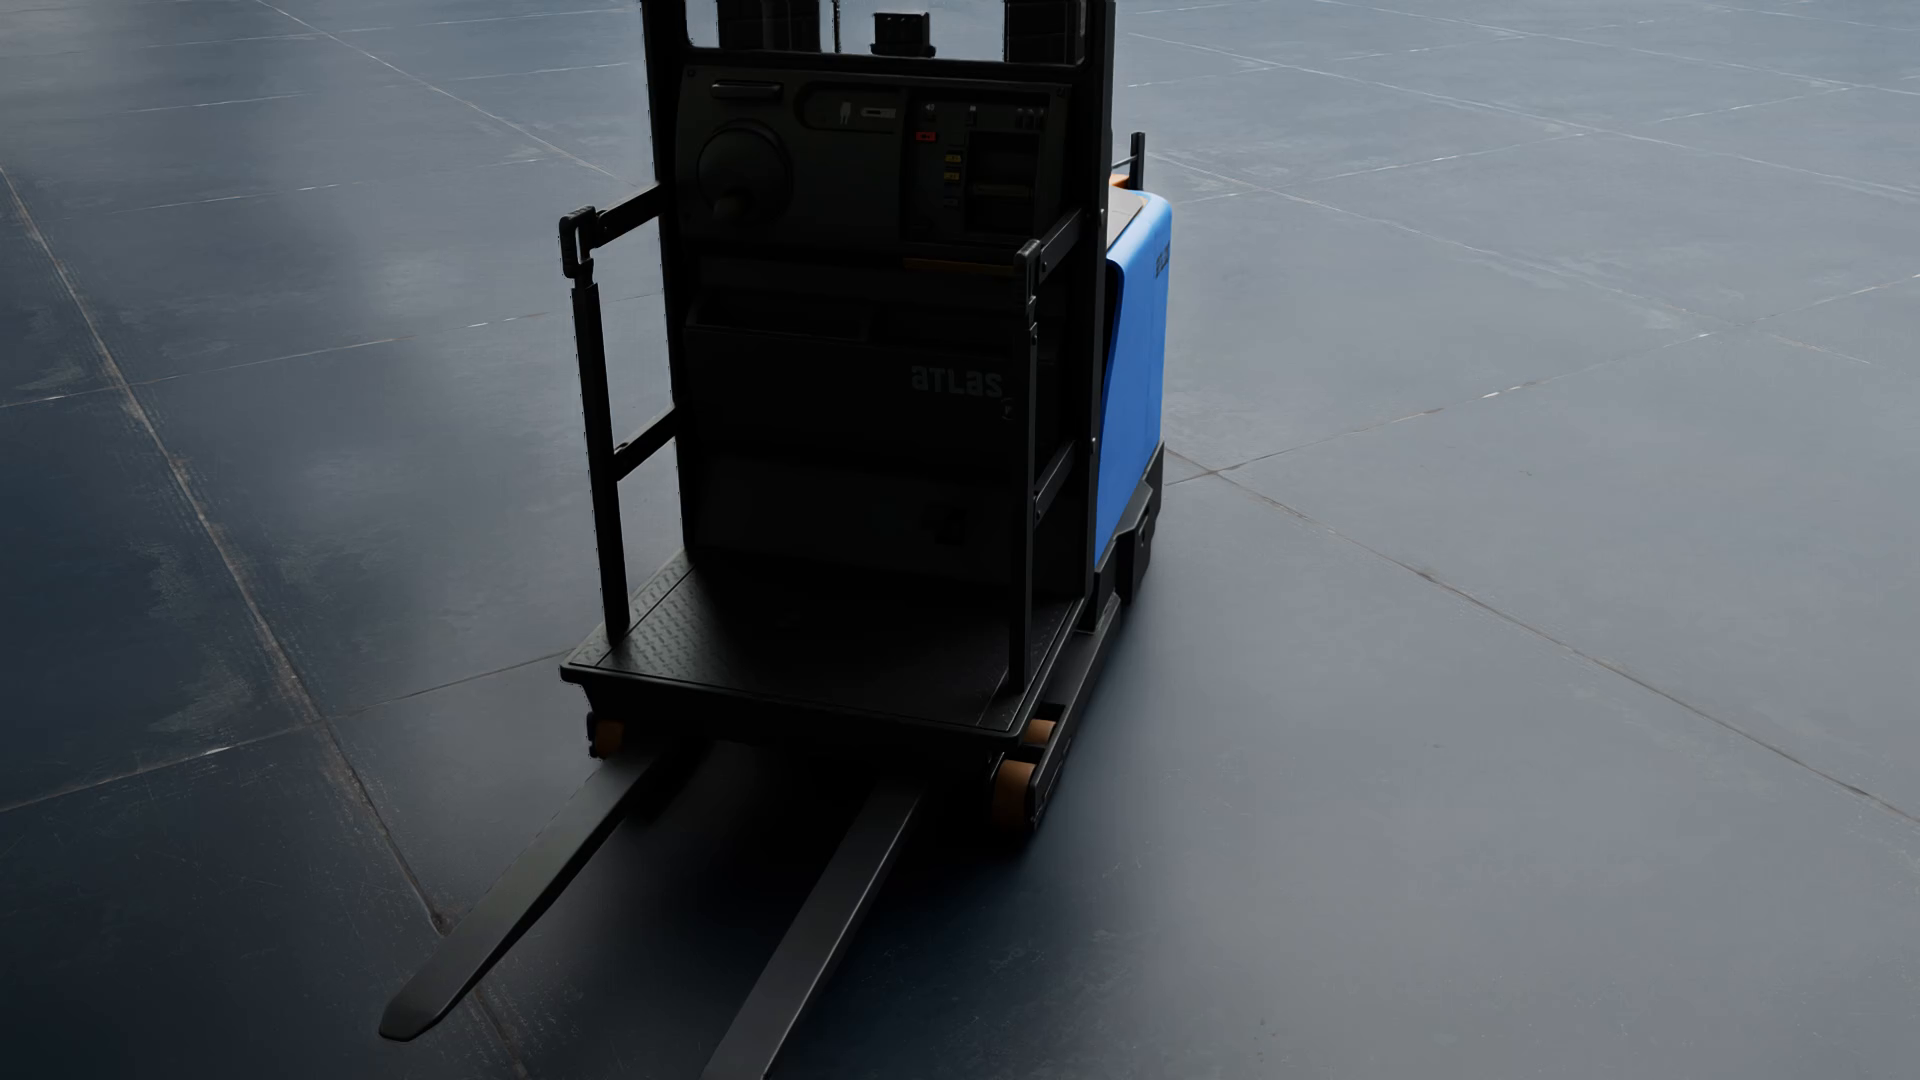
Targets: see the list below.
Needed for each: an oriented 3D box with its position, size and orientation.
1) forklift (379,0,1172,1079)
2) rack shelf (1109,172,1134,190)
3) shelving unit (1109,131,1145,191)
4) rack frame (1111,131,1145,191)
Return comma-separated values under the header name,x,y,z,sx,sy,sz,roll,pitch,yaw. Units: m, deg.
name,x,y,z,sx,sy,sz,roll,pitch,yaw
forklift,-0.268,-0.841,3.599,1.130,2.935,3.031,7,26,15
rack shelf,0.032,-1.119,5.618,1.000,0.278,0.538,15,29,29
shelving unit,0.032,-0.855,5.743,1.048,1.125,0.538,15,29,29
rack frame,0.462,-0.739,5.497,0.032,1.125,0.500,15,29,29
